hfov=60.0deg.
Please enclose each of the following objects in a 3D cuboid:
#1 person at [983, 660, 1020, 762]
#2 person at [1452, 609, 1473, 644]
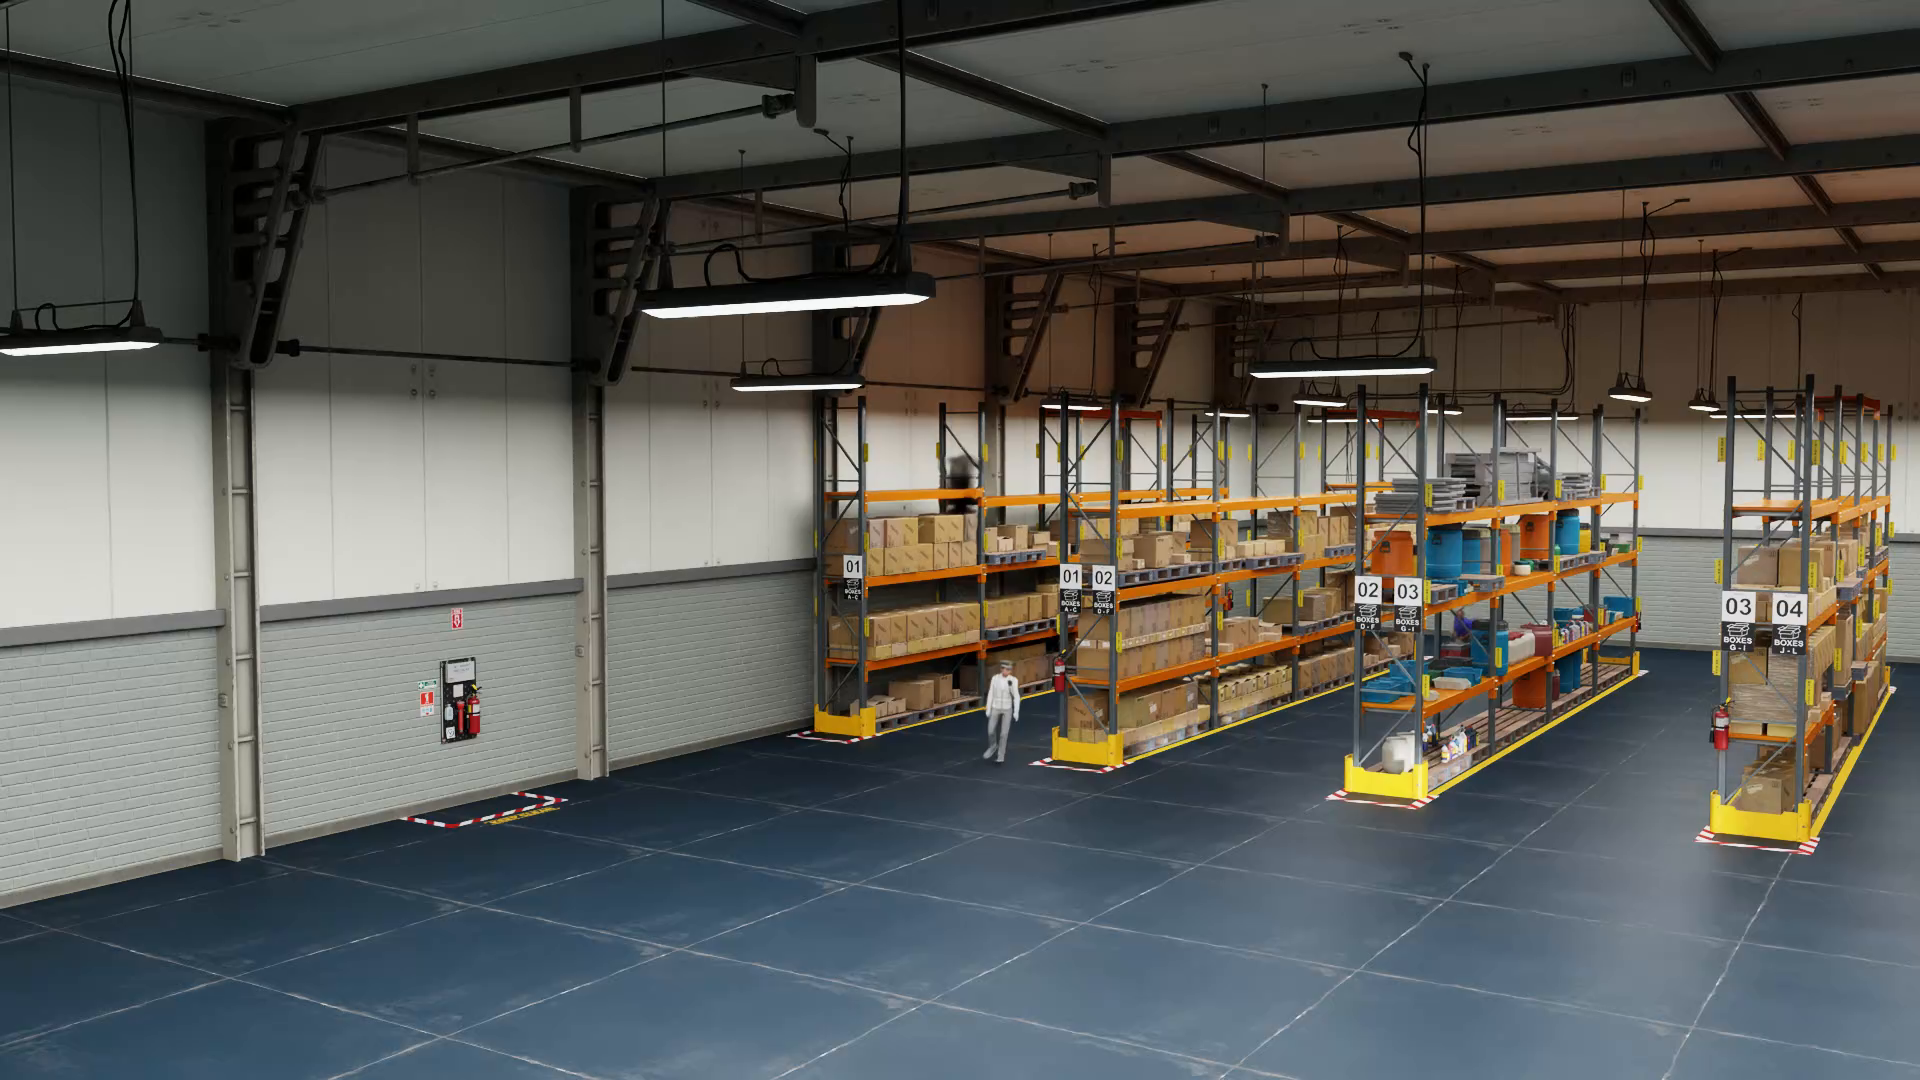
[{"bbox_3d":[0.660,2.746,26.846,0.586,1.649,0.423,0,3,5],"label":"person"},{"bbox_3d":[11.422,2.270,37.630,0.605,1.497,1.023,3,4,40],"label":"person"}]
